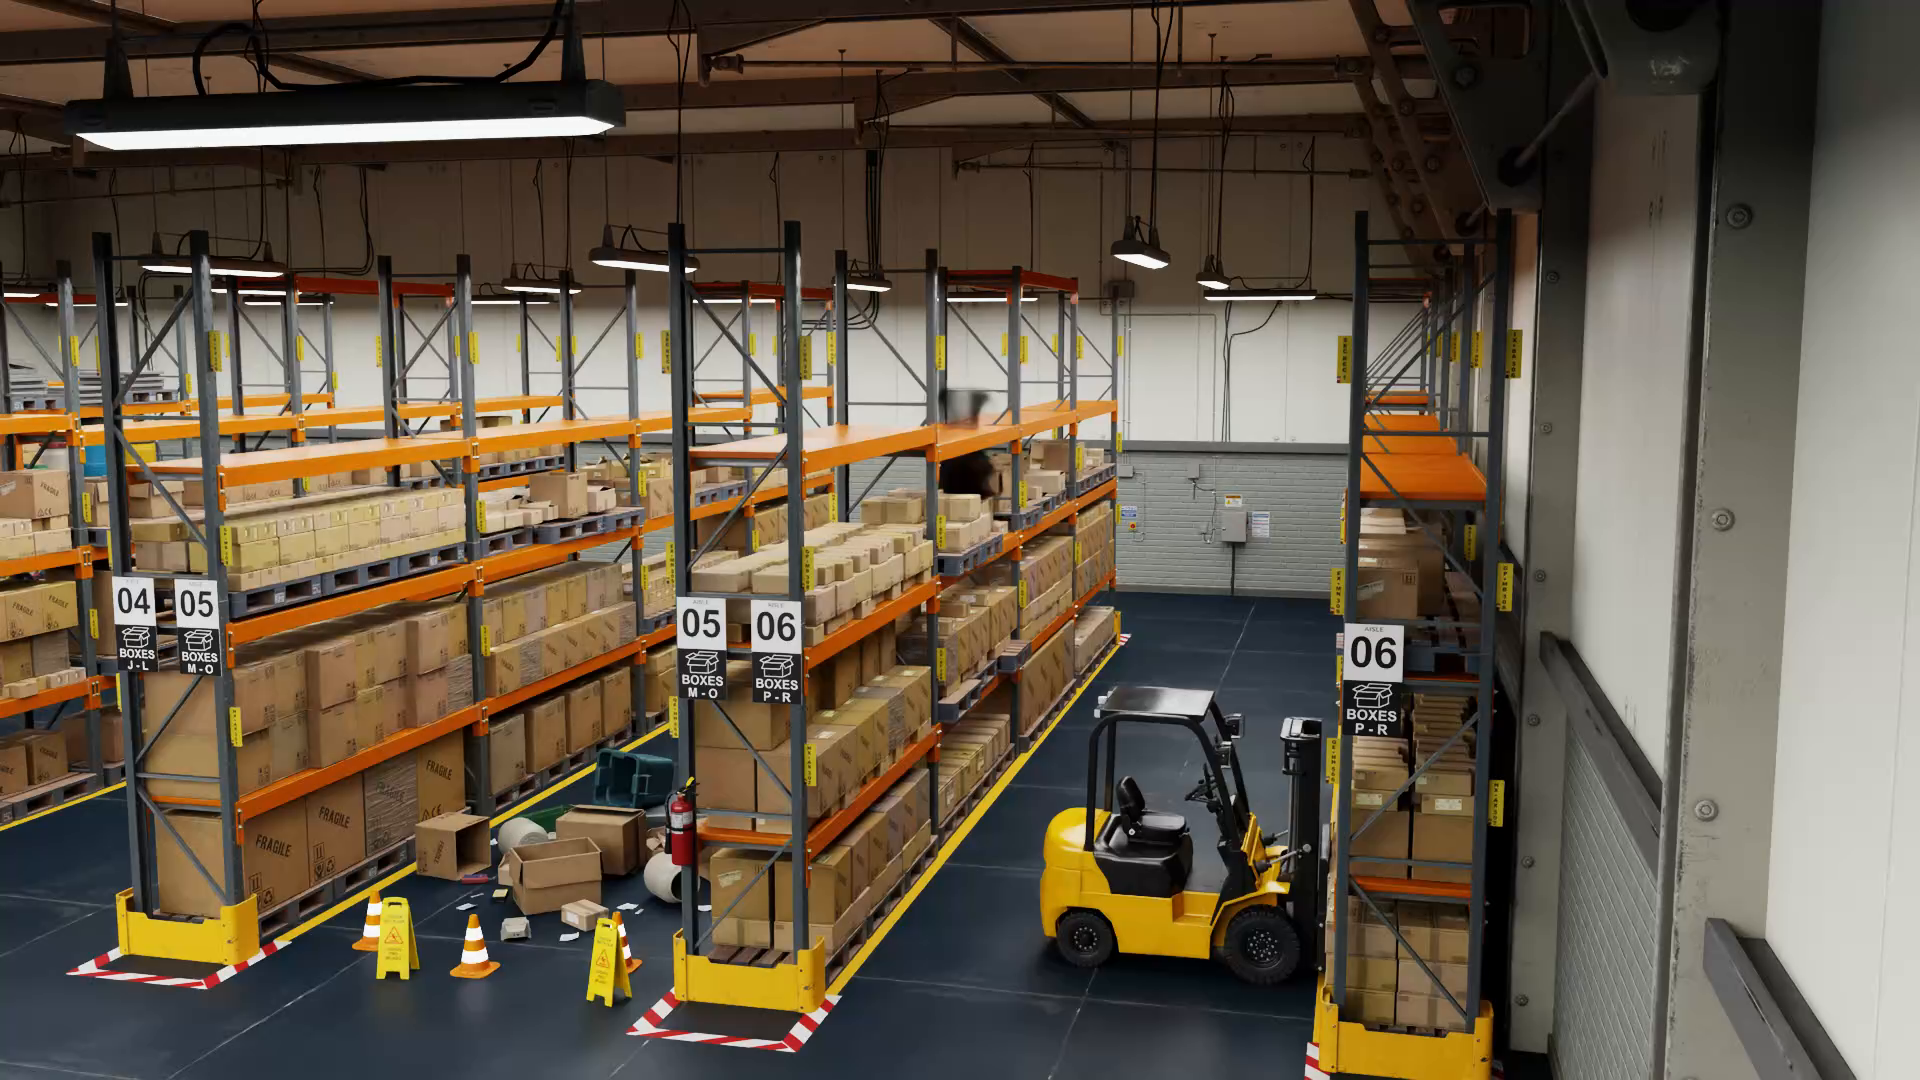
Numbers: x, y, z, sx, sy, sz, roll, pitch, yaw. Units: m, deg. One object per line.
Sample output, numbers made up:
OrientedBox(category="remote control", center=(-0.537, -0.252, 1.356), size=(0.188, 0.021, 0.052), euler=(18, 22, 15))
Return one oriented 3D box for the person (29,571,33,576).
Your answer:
OrientedBox(category="person", center=(-16.236, 0.855, 28.455), size=(0.557, 1.740, 0.847), euler=(1, 7, 12))
